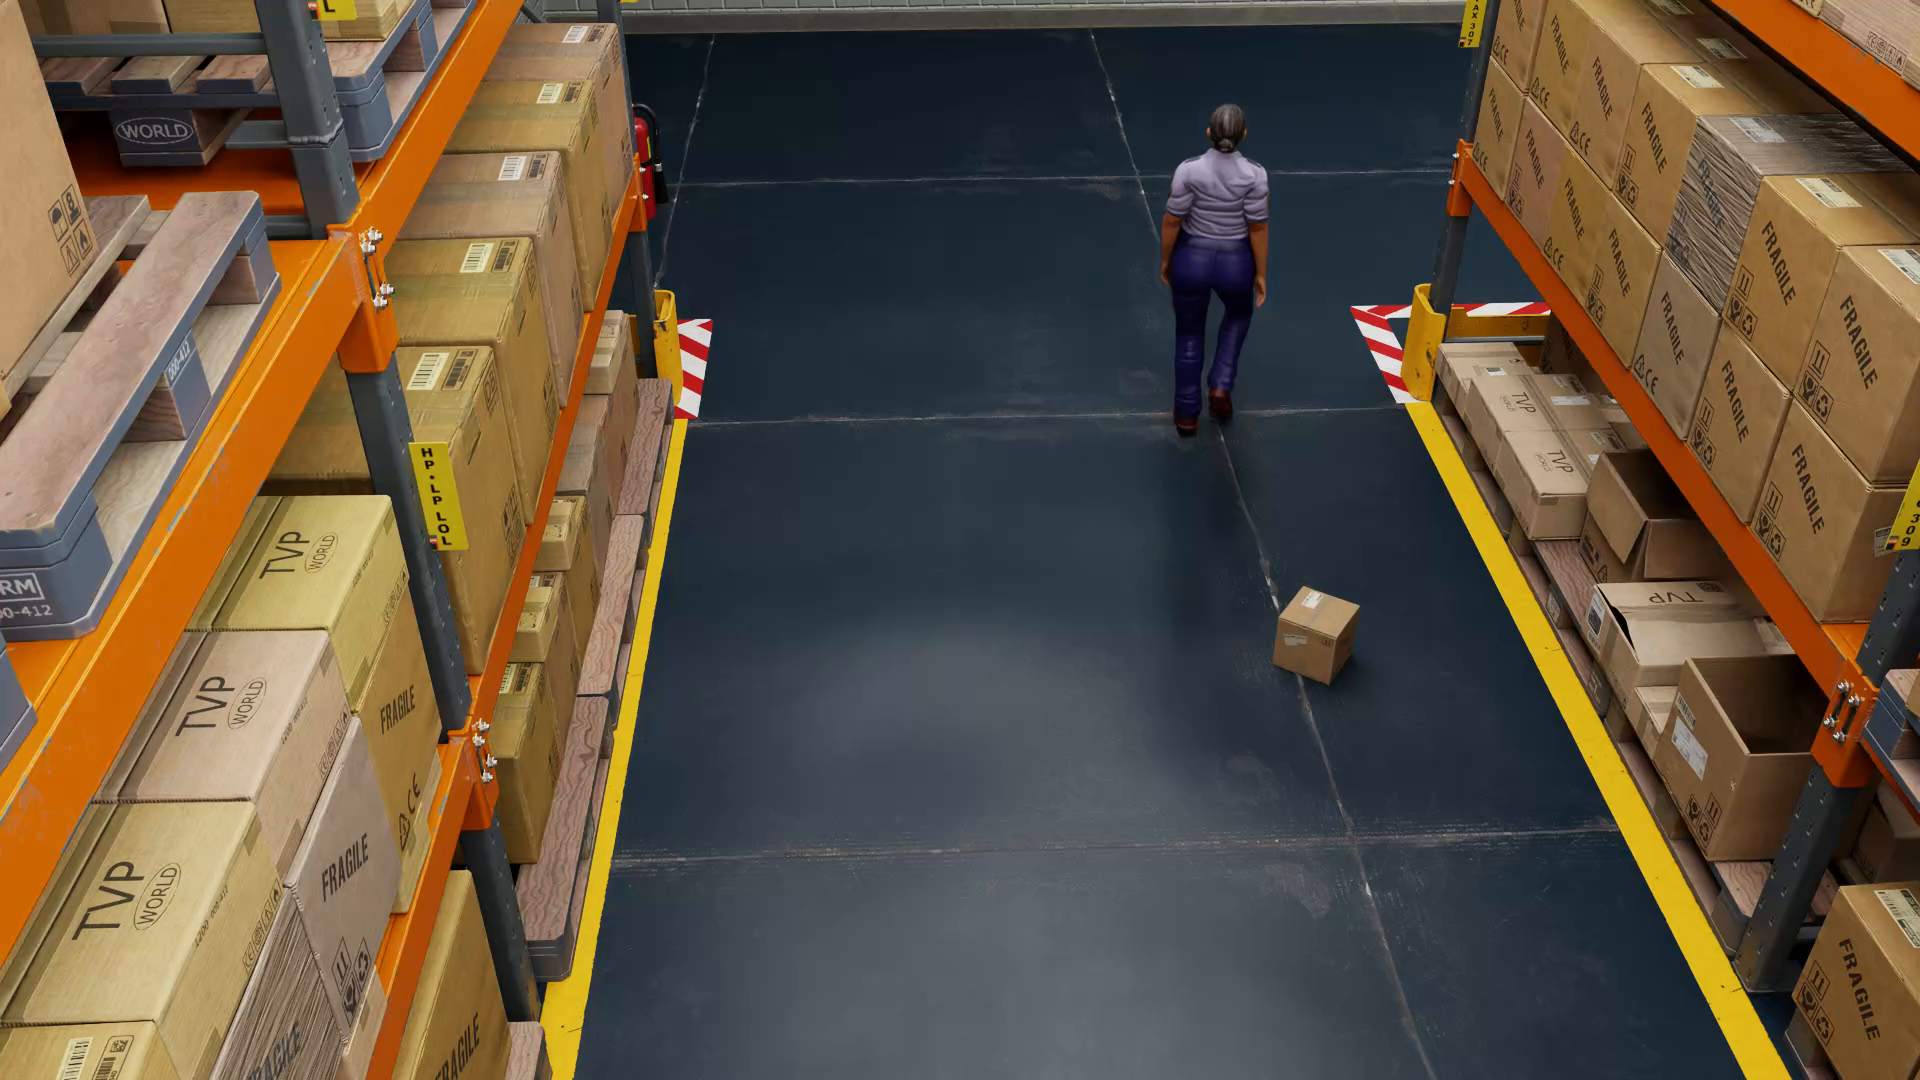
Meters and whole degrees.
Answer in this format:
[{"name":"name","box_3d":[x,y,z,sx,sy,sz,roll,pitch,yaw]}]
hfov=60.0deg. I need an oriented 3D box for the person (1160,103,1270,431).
[{"name":"person","box_3d":[1.211,-1.301,7.983,0.513,1.689,0.469,3,36,5]}]
